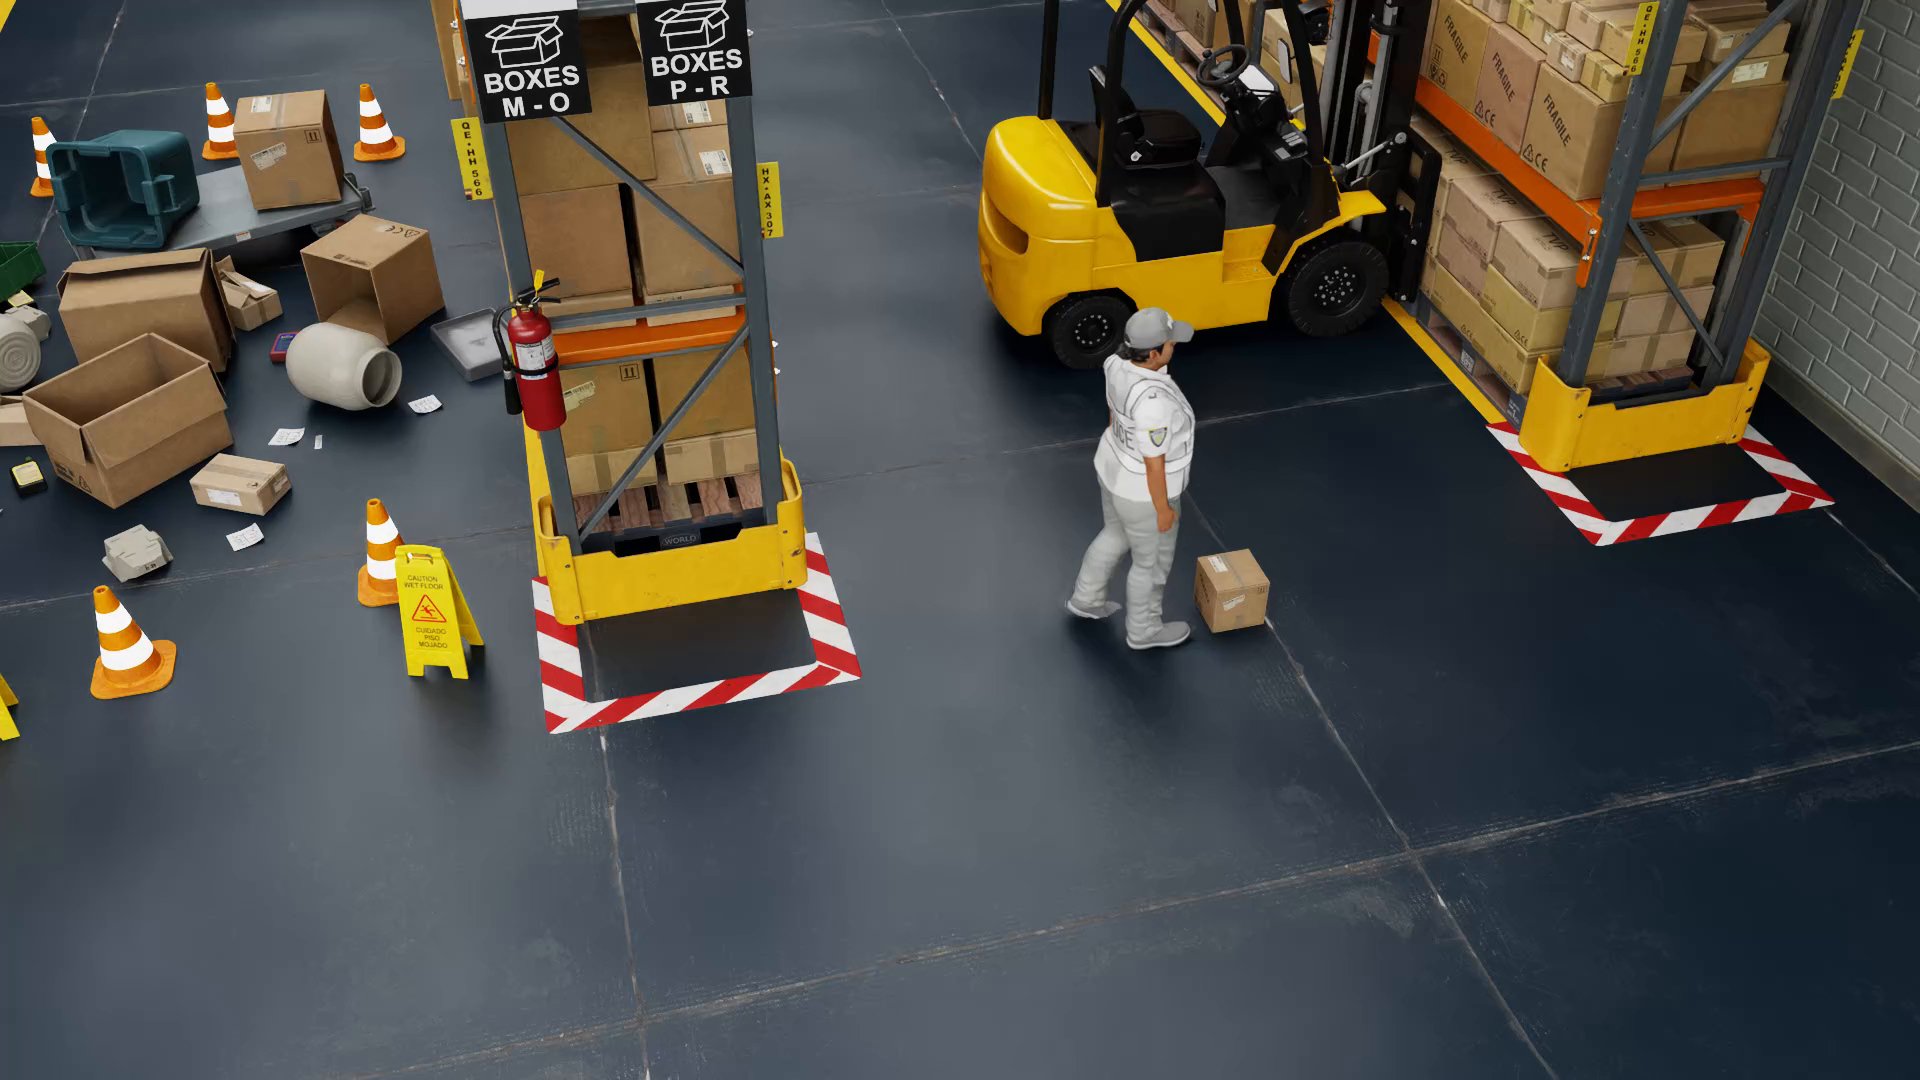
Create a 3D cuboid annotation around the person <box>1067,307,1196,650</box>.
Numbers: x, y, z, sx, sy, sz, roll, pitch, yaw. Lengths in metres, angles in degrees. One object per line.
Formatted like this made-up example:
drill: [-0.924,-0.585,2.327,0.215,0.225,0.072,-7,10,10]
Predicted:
person: [0.767,-0.229,7.033,0.507,1.707,0.480,-9,39,-11]
